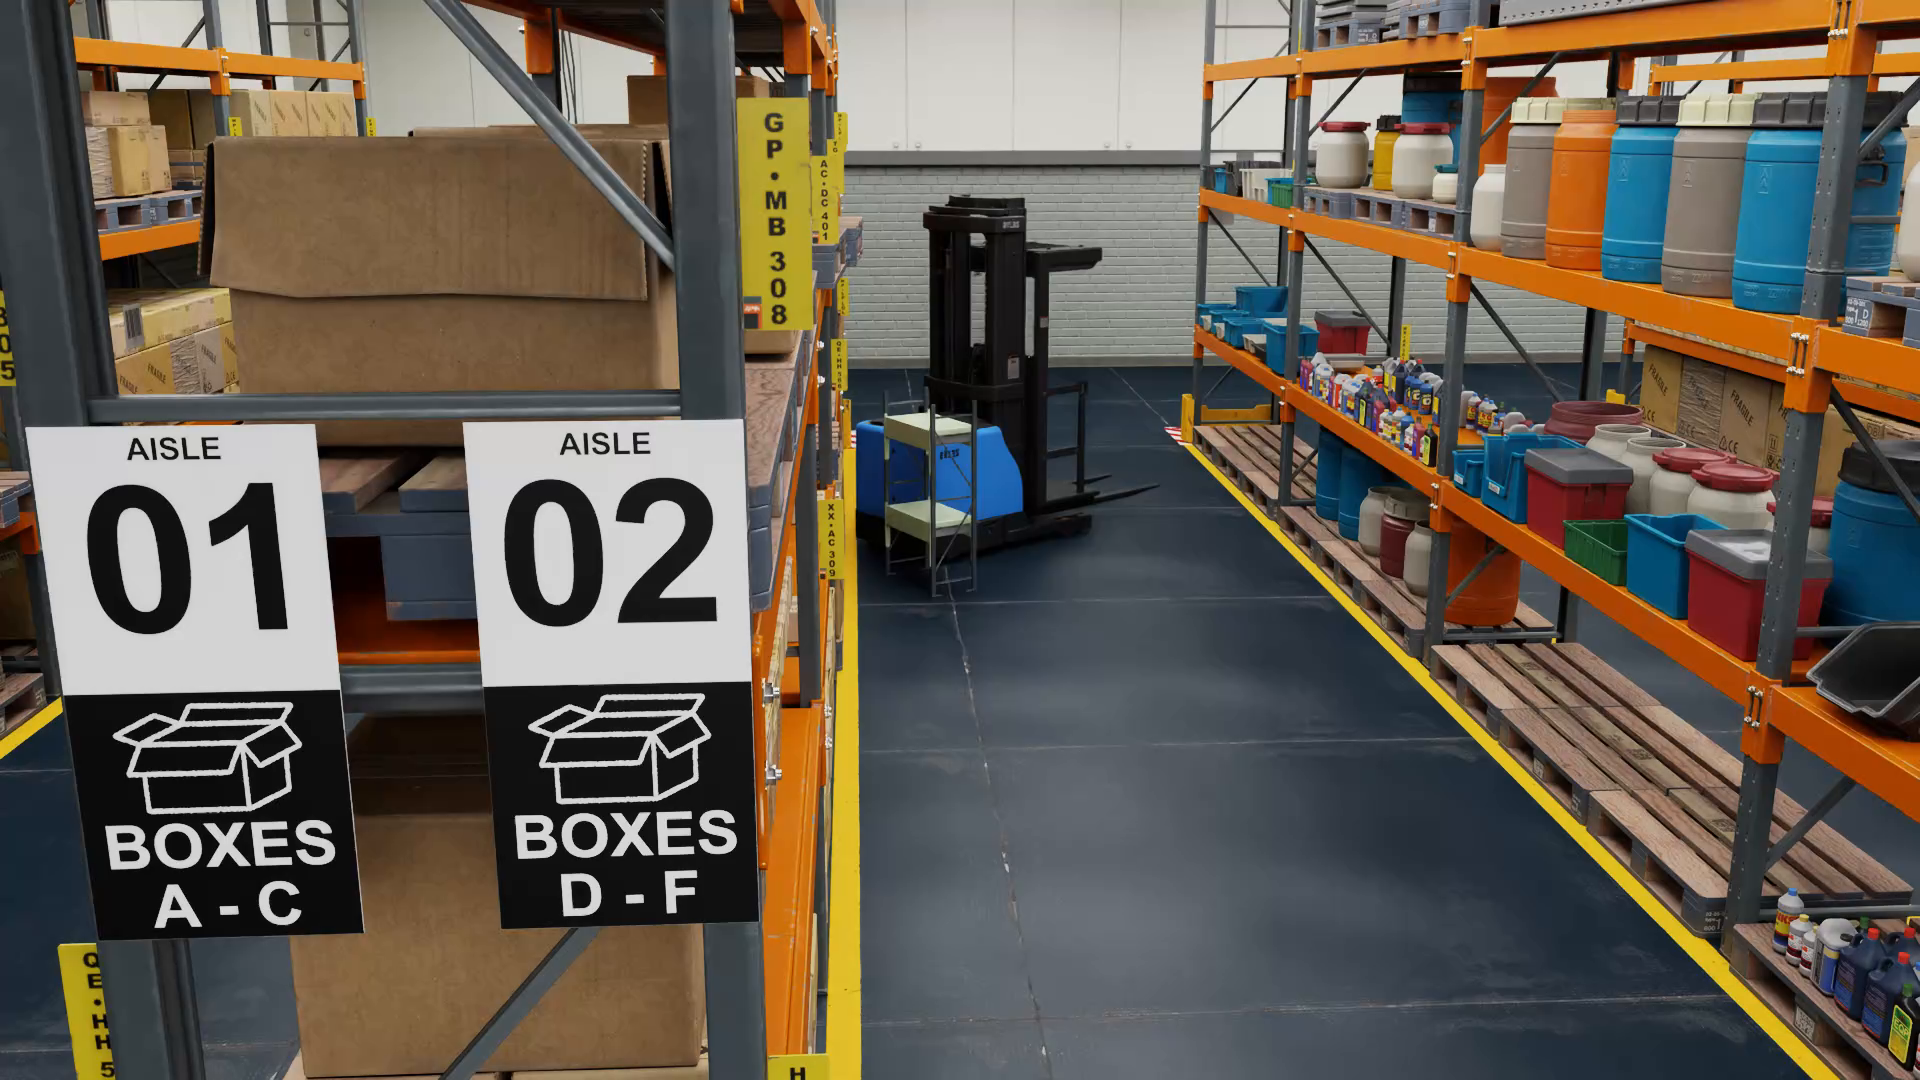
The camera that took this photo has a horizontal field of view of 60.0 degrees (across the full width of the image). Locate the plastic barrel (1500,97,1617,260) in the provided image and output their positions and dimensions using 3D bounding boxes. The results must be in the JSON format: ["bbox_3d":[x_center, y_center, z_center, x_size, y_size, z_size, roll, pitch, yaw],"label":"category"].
[{"bbox_3d":[3.466,-2.093,9.617,0.600,0.901,0.600,0,14,0],"label":"plastic barrel"}]

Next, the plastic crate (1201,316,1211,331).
[{"bbox_3d":[2.760,-2.349,18.045,0.250,0.136,0.298,-1,14,-3],"label":"plastic crate"}]

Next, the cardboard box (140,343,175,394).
[{"bbox_3d":[-6.124,-1.163,12.188,0.500,0.500,0.500,0,14,-2],"label":"cardboard box"}]

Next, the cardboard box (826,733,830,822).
[{"bbox_3d":[-0.867,1.090,7.819,0.500,0.311,0.500,-1,14,-4],"label":"cardboard box"}]

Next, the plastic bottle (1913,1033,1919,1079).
[{"bbox_3d":[3.521,1.856,6.025,0.097,0.201,0.097,0,14,0],"label":"plastic bottle"}]

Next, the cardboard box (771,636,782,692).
[{"bbox_3d":[-0.773,0.420,5.373,0.380,0.149,0.250,-1,14,-4],"label":"cardboard box"}]

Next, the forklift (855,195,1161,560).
[{"bbox_3d":[0.538,-1.538,14.621,3.031,2.935,1.130,-12,19,-40],"label":"forklift"}]

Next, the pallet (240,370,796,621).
[{"bbox_3d":[-0.835,-0.126,3.156,1.003,0.211,1.213,-1,14,-3],"label":"pallet"}]

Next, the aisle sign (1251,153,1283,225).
[{"bbox_3d":[3.424,-3.876,18.356,0.394,0.787,0.004,-1,14,-3],"label":"aisle sign"}]

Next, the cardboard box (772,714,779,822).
[{"bbox_3d":[-0.992,0.658,5.749,0.700,0.500,0.500,-1,14,-4],"label":"cardboard box"}]

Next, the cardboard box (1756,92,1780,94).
[{"bbox_3d":[8.195,-4.285,16.392,0.500,0.250,0.500,-1,14,-5],"label":"cardboard box"}]

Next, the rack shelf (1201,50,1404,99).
[{"bbox_3d":[3.260,-4.461,16.051,1.077,0.370,4.000,-1,14,-3],"label":"rack shelf"}]

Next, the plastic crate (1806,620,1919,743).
[{"bbox_3d":[3.785,0.552,6.488,0.767,0.338,0.504,-1,14,-3],"label":"plastic crate"}]

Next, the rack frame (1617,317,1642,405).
[{"bbox_3d":[8.080,-2.672,18.890,1.000,3.000,0.127,-1,14,-3],"label":"rack frame"}]

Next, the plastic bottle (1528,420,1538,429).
[{"bbox_3d":[3.948,-0.685,11.427,0.097,0.271,0.097,0,14,0],"label":"plastic bottle"}]

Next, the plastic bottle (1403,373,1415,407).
[{"bbox_3d":[3.662,-1.222,13.515,0.097,0.271,0.097,0,14,0],"label":"plastic bottle"}]

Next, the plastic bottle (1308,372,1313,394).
[{"bbox_3d":[3.014,-1.345,14.132,0.097,0.201,0.097,0,14,0],"label":"plastic bottle"}]

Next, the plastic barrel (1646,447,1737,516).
[{"bbox_3d":[3.967,-0.208,9.042,0.433,0.535,0.433,0,14,0],"label":"plastic barrel"}]

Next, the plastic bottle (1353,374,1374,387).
[{"bbox_3d":[3.242,-1.191,13.386,0.152,0.276,0.135,-1,14,-3],"label":"plastic bottle"}]

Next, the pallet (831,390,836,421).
[{"bbox_3d":[-1.437,-0.921,12.470,1.003,0.211,1.213,-1,14,-3],"label":"pallet"}]

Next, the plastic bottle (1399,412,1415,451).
[{"bbox_3d":[3.166,-0.772,11.765,0.097,0.271,0.097,0,14,0],"label":"plastic bottle"}]

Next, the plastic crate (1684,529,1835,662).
[{"bbox_3d":[3.544,0.243,7.435,0.402,0.464,0.583,-1,14,-3],"label":"plastic crate"}]

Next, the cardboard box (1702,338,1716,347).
[{"bbox_3d":[7.869,-2.074,17.071,0.380,0.149,0.250,-1,14,-5],"label":"cardboard box"}]

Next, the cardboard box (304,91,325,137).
[{"bbox_3d":[-6.373,-4.005,15.806,0.500,0.500,0.500,-2,15,-6],"label":"cardboard box"}]

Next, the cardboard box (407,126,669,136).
[{"bbox_3d":[-1.088,-0.897,4.644,0.797,0.503,0.637,1,14,3],"label":"cardboard box"}]

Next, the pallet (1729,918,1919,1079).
[{"bbox_3d":[3.880,1.907,6.689,1.003,0.211,1.213,-1,14,-3],"label":"pallet"}]

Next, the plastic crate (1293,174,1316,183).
[{"bbox_3d":[3.482,-3.704,17.309,0.450,0.188,0.336,-1,14,-3],"label":"plastic crate"}]

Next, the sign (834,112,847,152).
[{"bbox_3d":[-1.006,-3.428,13.982,0.100,0.325,0.005,-1,14,-3],"label":"sign"}]

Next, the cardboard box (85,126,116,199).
[{"bbox_3d":[-6.493,-2.678,11.811,0.700,0.500,0.500,-1,14,-3],"label":"cardboard box"}]

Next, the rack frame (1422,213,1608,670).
[{"bbox_3d":[3.632,-0.605,10.860,1.000,3.000,0.127,-1,14,-3],"label":"rack frame"}]

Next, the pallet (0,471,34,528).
[{"bbox_3d":[-6.106,-0.184,9.607,1.213,0.211,1.003,-1,14,-3],"label":"pallet"}]

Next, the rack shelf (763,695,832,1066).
[{"bbox_3d":[-0.941,1.311,4.856,1.077,0.370,4.000,-1,14,-3],"label":"rack shelf"}]

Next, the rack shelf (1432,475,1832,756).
[{"bbox_3d":[3.756,0.240,9.016,1.077,0.370,4.000,-1,14,-3],"label":"rack shelf"}]

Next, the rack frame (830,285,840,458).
[{"bbox_3d":[-1.560,-1.525,14.433,1.000,3.000,0.127,-1,14,-3],"label":"rack frame"}]

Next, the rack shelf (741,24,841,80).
[{"bbox_3d":[-1.684,-4.578,15.708,1.077,0.370,4.000,-1,14,-3],"label":"rack shelf"}]

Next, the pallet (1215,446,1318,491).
[{"bbox_3d":[3.221,-0.736,16.964,1.003,0.211,1.213,-1,14,-3],"label":"pallet"}]

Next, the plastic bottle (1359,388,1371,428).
[{"bbox_3d":[3.090,-1.006,12.652,0.061,0.283,0.133,-1,14,-3],"label":"plastic bottle"}]

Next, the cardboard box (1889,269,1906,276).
[{"bbox_3d":[8.375,-2.052,14.269,0.797,0.503,0.637,-1,14,-5],"label":"cardboard box"}]

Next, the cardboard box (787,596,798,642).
[{"bbox_3d":[-0.915,0.363,7.600,0.380,0.149,0.250,-1,14,-3],"label":"cardboard box"}]

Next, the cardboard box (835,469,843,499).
[{"bbox_3d":[-1.221,-0.286,13.751,0.500,0.500,0.500,-1,14,-3],"label":"cardboard box"}]

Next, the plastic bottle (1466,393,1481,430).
[{"bbox_3d":[3.876,-0.972,12.544,0.097,0.271,0.097,0,14,0],"label":"plastic bottle"}]

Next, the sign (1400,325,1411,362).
[{"bbox_3d":[3.933,-1.742,14.723,0.100,0.325,0.005,-1,14,-3],"label":"sign"}]

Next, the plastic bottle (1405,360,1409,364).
[{"bbox_3d":[3.791,-1.394,14.158,0.061,0.283,0.133,-1,14,-3],"label":"plastic bottle"}]

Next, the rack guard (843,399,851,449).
[{"bbox_3d":[-1.803,-1.290,18.537,1.175,0.500,0.348,-1,14,-3],"label":"rack guard"}]

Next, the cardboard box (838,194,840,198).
[{"bbox_3d":[-1.449,-3.527,16.497,0.500,0.250,0.500,-1,14,-3],"label":"cardboard box"}]

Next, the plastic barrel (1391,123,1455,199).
[{"bbox_3d":[3.372,-2.766,12.121,0.433,0.535,0.433,0,14,0],"label":"plastic barrel"}]

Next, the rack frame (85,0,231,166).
[{"bbox_3d":[-6.504,-4.353,13.384,1.000,3.000,0.127,-1,14,-3],"label":"rack frame"}]

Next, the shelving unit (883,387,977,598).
[{"bbox_3d":[-0.238,-0.389,13.028,0.431,1.500,0.755,-9,17,-30],"label":"shelving unit"}]
